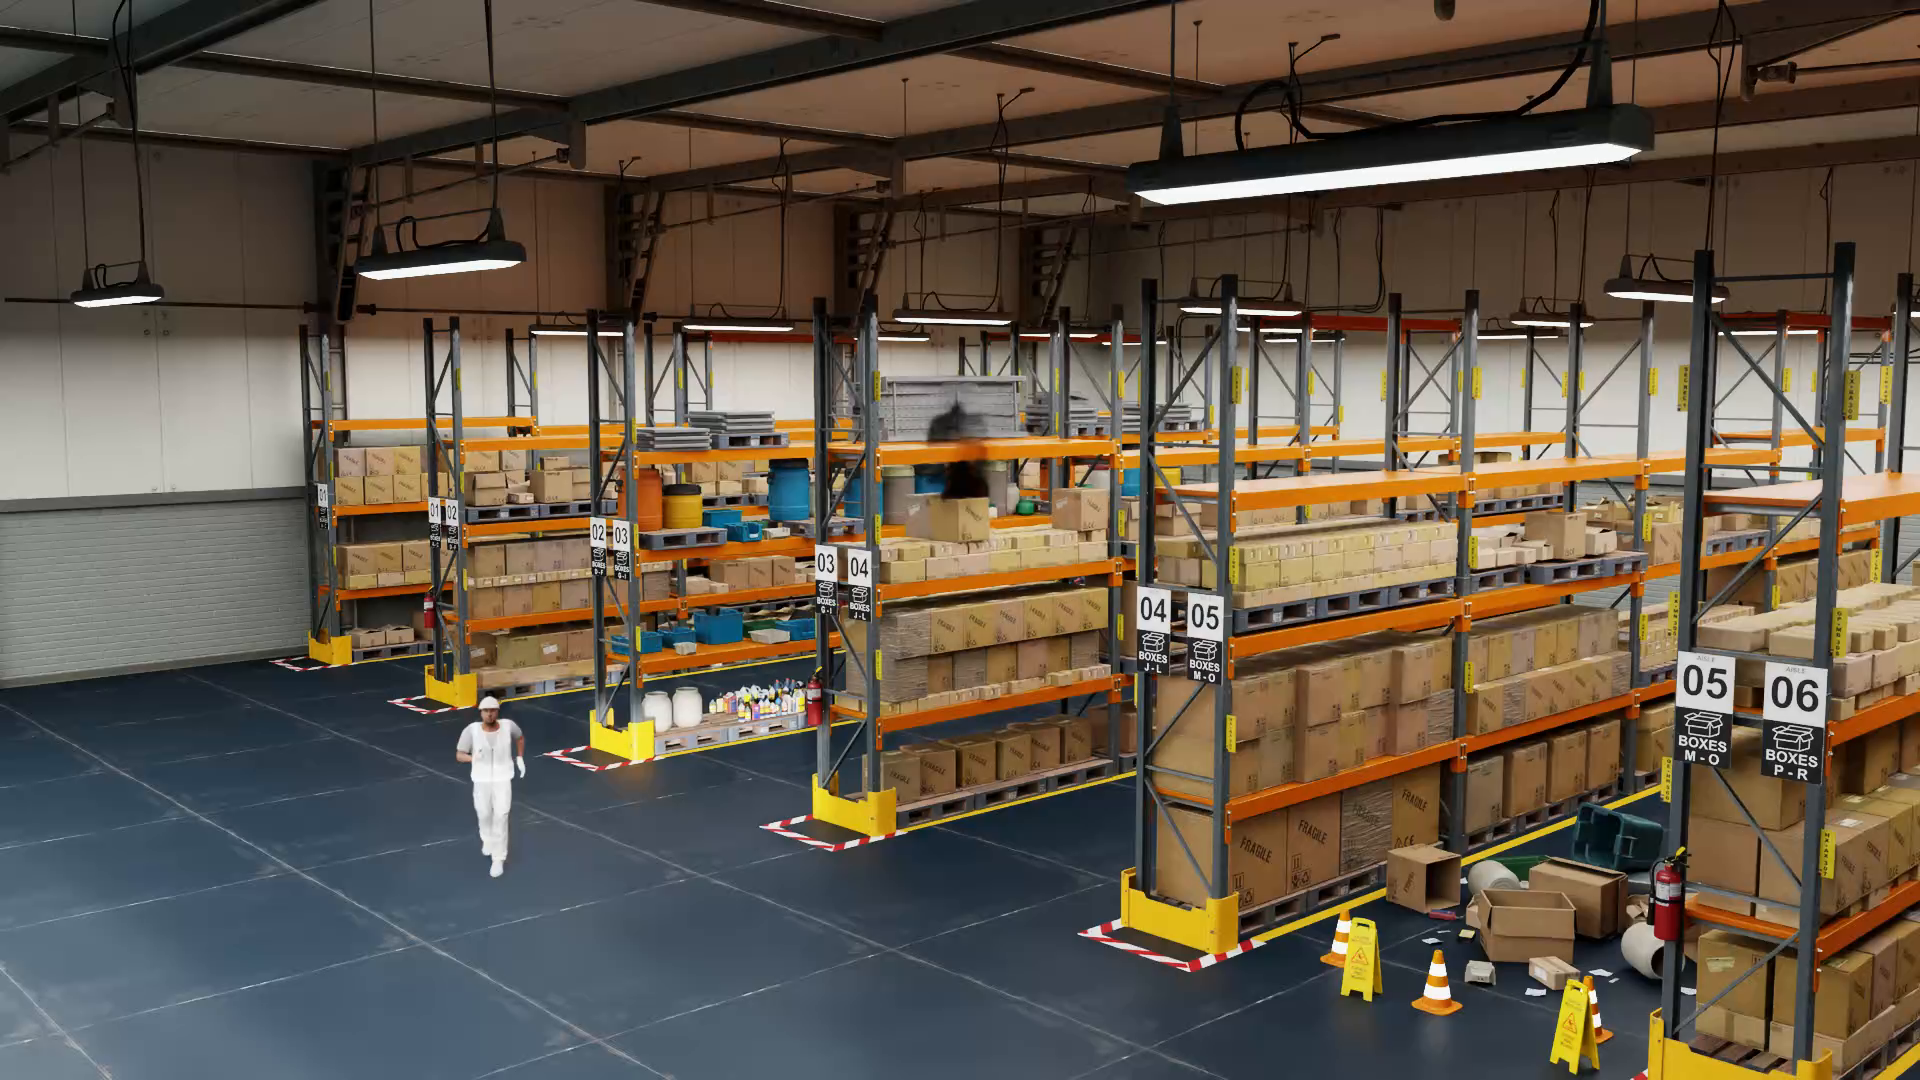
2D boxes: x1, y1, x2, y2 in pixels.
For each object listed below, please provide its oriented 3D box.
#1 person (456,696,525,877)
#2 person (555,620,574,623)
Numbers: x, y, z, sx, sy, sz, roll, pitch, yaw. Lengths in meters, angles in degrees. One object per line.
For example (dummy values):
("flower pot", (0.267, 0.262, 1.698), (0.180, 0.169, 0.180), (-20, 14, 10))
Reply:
("person", (-4.875, 2.499, 17.300), (0.678, 1.788, 0.976), (-1, 6, -14))
("person", (-7.002, 1.302, 29.584), (0.662, 1.735, 0.674), (4, 7, 34))
